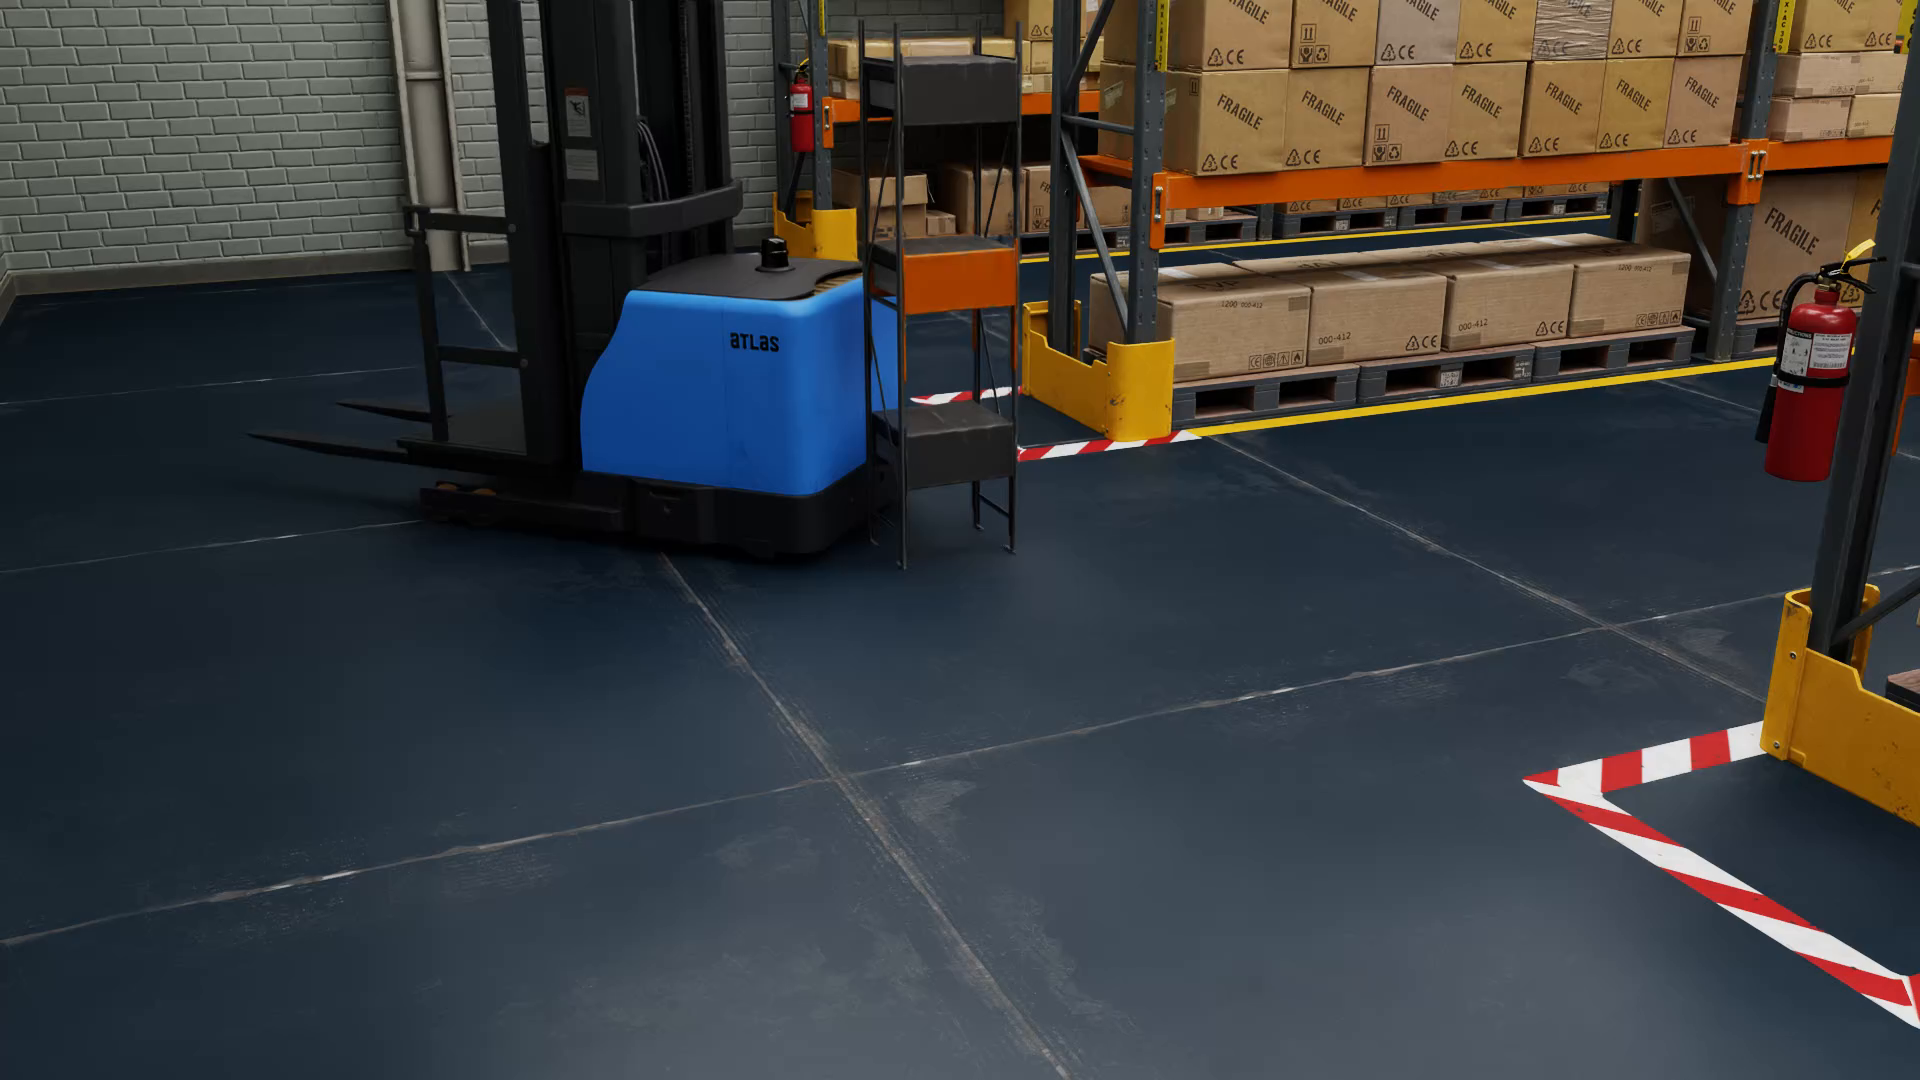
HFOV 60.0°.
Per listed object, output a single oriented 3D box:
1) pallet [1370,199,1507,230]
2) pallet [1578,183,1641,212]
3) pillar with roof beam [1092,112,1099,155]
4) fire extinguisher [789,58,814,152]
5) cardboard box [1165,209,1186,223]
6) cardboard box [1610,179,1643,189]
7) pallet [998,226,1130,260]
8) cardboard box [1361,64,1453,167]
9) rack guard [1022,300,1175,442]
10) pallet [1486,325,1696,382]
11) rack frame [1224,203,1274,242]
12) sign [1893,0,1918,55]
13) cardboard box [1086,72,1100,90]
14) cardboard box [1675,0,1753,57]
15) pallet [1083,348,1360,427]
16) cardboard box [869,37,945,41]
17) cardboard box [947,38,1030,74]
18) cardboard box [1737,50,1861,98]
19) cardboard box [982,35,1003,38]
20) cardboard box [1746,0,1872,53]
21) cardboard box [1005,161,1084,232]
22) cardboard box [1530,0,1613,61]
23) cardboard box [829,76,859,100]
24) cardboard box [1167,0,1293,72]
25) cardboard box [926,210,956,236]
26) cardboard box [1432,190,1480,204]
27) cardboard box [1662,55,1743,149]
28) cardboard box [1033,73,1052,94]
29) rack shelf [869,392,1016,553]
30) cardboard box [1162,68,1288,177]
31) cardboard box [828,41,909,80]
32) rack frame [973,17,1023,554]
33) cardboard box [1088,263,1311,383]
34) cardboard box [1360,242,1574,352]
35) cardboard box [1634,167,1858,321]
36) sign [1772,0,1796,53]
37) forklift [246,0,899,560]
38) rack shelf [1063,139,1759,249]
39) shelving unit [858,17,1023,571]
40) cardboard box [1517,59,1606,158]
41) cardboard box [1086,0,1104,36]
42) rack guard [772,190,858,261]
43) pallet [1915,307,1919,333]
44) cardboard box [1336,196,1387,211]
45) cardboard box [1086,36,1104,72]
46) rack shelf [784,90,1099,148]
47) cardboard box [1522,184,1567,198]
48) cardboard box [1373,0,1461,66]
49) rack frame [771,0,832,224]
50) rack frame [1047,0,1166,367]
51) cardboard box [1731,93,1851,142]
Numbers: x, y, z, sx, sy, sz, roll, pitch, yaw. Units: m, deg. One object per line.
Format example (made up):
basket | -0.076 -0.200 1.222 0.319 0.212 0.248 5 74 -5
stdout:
pallet | 4.296 -3.111 15.540 1.213 0.211 1.003 -8 21 -22
pallet | 6.887 -3.453 16.512 1.213 0.211 1.003 -8 21 -22
pillar with roof beam | 3.151 -5.846 10.076 0.400 9.000 9.100 -8 21 -22
fire extinguisher | -1.182 -3.247 12.406 0.183 0.674 0.296 -8 21 -22
cardboard box | 1.719 -2.845 14.069 0.258 0.266 0.396 -7 21 -20
cardboard box | 6.693 -3.828 16.321 0.625 0.625 0.875 -7 21 -20
pallet | 0.690 -2.579 14.029 1.213 0.211 1.003 -8 21 -22
cardboard box | 2.221 -2.266 8.790 0.500 0.500 0.500 -8 21 -22
rack guard | 0.717 -0.924 8.895 0.348 0.500 1.175 -8 21 -22
pallet | 3.683 -1.241 10.230 1.213 0.211 1.003 -8 21 -22
rack frame | 2.442 -4.146 14.281 0.127 3.000 1.000 -8 21 -22
sign | 2.591 -1.478 4.483 0.005 0.325 0.100 -8 21 -22
cardboard box | 1.034 -3.758 13.557 0.250 0.149 0.380 -8 21 -21
cardboard box | 4.088 -3.005 9.385 0.500 0.500 0.500 -8 21 -22
pallet | 1.442 -0.920 9.318 1.213 0.211 1.003 -8 21 -22
cardboard box | -0.439 -3.898 13.355 0.500 0.250 0.500 -8 21 -22
cardboard box | 0.220 -3.801 13.079 0.500 0.250 0.500 -9 21 -23
cardboard box | 4.928 -2.770 9.845 0.500 0.250 0.500 -9 21 -23
cardboard box | 0.498 -4.031 13.731 0.500 0.250 0.500 -8 21 -22
cardboard box | 4.930 -3.122 9.716 0.500 0.500 0.500 -8 21 -21
cardboard box | 0.694 -2.830 13.675 0.500 0.500 0.500 -8 21 -21
cardboard box | 3.155 -2.871 9.004 0.500 0.500 0.500 -8 21 -21
cardboard box | -0.820 -3.461 12.713 0.250 0.149 0.380 -8 21 -22
cardboard box | 1.293 -2.602 8.239 0.500 0.500 0.500 -9 21 -23
cardboard box | -0.226 -2.569 13.461 0.250 0.149 0.380 -9 21 -24
cardboard box | 4.399 -3.364 15.190 0.500 0.500 0.500 -9 21 -24
cardboard box | 4.087 -2.541 9.572 0.500 0.500 0.500 -8 21 -21
cardboard box | 0.616 -3.656 13.267 0.250 0.149 0.380 -8 21 -21
rack shelf | -0.078 -0.287 6.824 0.480 0.518 0.431 -8 21 -22
cardboard box | 1.294 -2.129 8.403 0.500 0.500 0.500 -8 21 -22
cardboard box | -0.707 -3.667 12.698 0.500 0.250 0.500 -8 21 -22
rack frame | 0.146 -0.993 6.680 0.015 2.100 0.400 -8 21 -22
cardboard box | 1.306 -1.214 9.178 0.875 0.438 0.875 -9 21 -24
cardboard box | 2.971 -1.455 9.862 0.875 0.438 0.875 -9 21 -24
cardboard box | 4.950 -1.935 10.567 0.875 0.875 0.875 -7 21 -20
sign | 4.633 -2.910 9.346 0.005 0.325 0.100 -8 21 -22
forklift | -1.805 -1.591 7.129 3.031 2.935 1.130 7 21 20
rack shelf | 2.576 -2.030 9.355 4.000 0.370 1.077 -8 21 -22
shelving unit | -0.078 -0.960 6.587 0.503 2.100 0.431 -8 21 -22
cardboard box | 3.161 -2.401 9.174 0.500 0.500 0.500 -8 21 -23
cardboard box | 0.970 -4.455 13.806 0.500 0.500 0.500 -9 21 -23
rack guard | -1.161 -2.451 13.230 0.348 0.500 1.175 -8 21 -22
pallet | 6.213 -1.604 11.259 1.213 0.211 1.003 -8 21 -22
cardboard box | 3.461 -3.233 14.819 0.500 0.500 0.500 -8 21 -23
cardboard box | 1.154 -3.942 13.480 0.500 0.250 0.500 -8 21 -22
rack shelf | 0.606 -3.544 13.653 4.000 0.370 1.077 -8 21 -22
cardboard box | 5.348 -3.507 15.598 0.500 0.500 0.500 -8 21 -23
cardboard box | 2.234 -2.742 8.637 0.500 0.500 0.500 -8 21 -22
rack frame | -1.230 -3.620 12.786 0.127 3.000 1.000 -8 21 -22
rack frame | 0.739 -2.107 8.489 0.127 3.000 1.000 -8 21 -22
cardboard box | 4.921 -2.539 9.944 0.500 0.250 0.500 -9 21 -23
